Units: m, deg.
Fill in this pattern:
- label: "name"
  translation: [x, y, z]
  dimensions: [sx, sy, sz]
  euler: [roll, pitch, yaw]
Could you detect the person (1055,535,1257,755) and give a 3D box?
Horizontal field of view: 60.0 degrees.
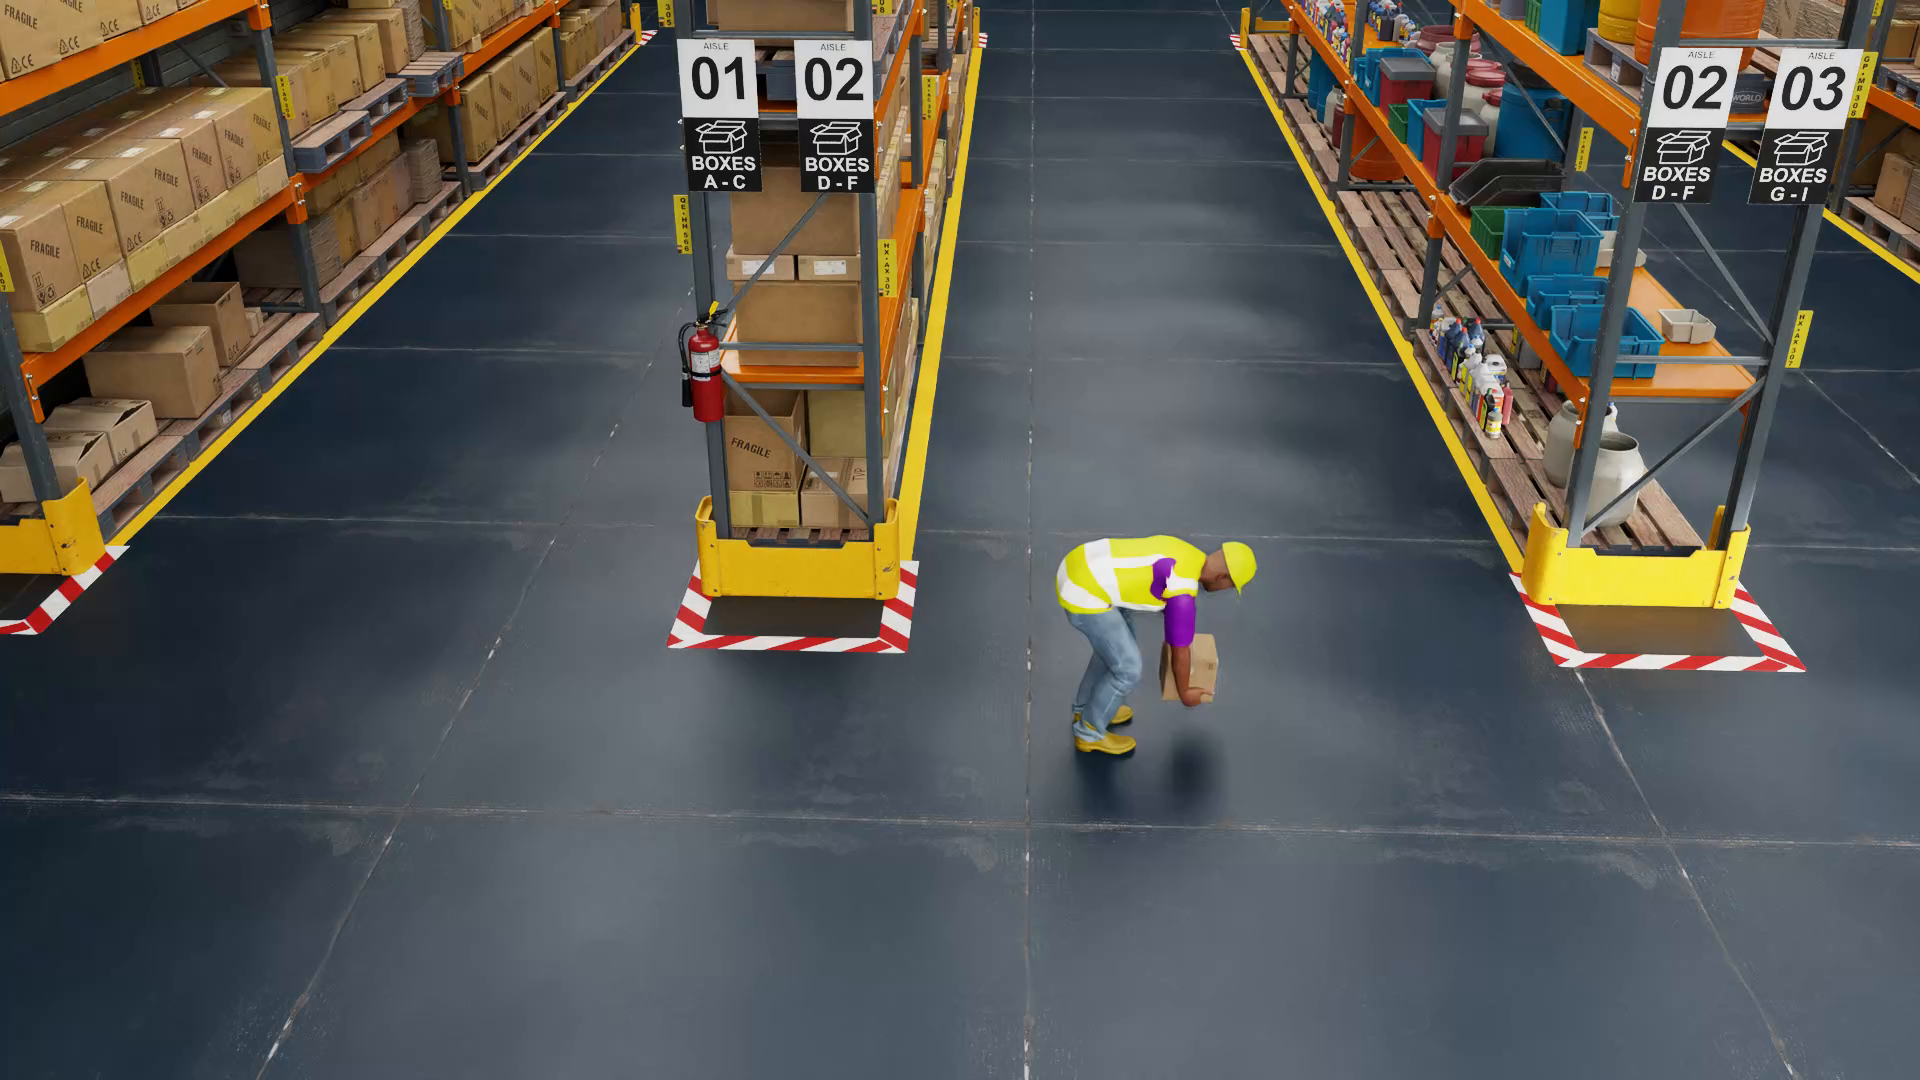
- label: "person"
  translation: [0.962, 0.499, 8.338]
  dimensions: [0.979, 1.119, 0.477]
  euler: [0, 28, 0]
